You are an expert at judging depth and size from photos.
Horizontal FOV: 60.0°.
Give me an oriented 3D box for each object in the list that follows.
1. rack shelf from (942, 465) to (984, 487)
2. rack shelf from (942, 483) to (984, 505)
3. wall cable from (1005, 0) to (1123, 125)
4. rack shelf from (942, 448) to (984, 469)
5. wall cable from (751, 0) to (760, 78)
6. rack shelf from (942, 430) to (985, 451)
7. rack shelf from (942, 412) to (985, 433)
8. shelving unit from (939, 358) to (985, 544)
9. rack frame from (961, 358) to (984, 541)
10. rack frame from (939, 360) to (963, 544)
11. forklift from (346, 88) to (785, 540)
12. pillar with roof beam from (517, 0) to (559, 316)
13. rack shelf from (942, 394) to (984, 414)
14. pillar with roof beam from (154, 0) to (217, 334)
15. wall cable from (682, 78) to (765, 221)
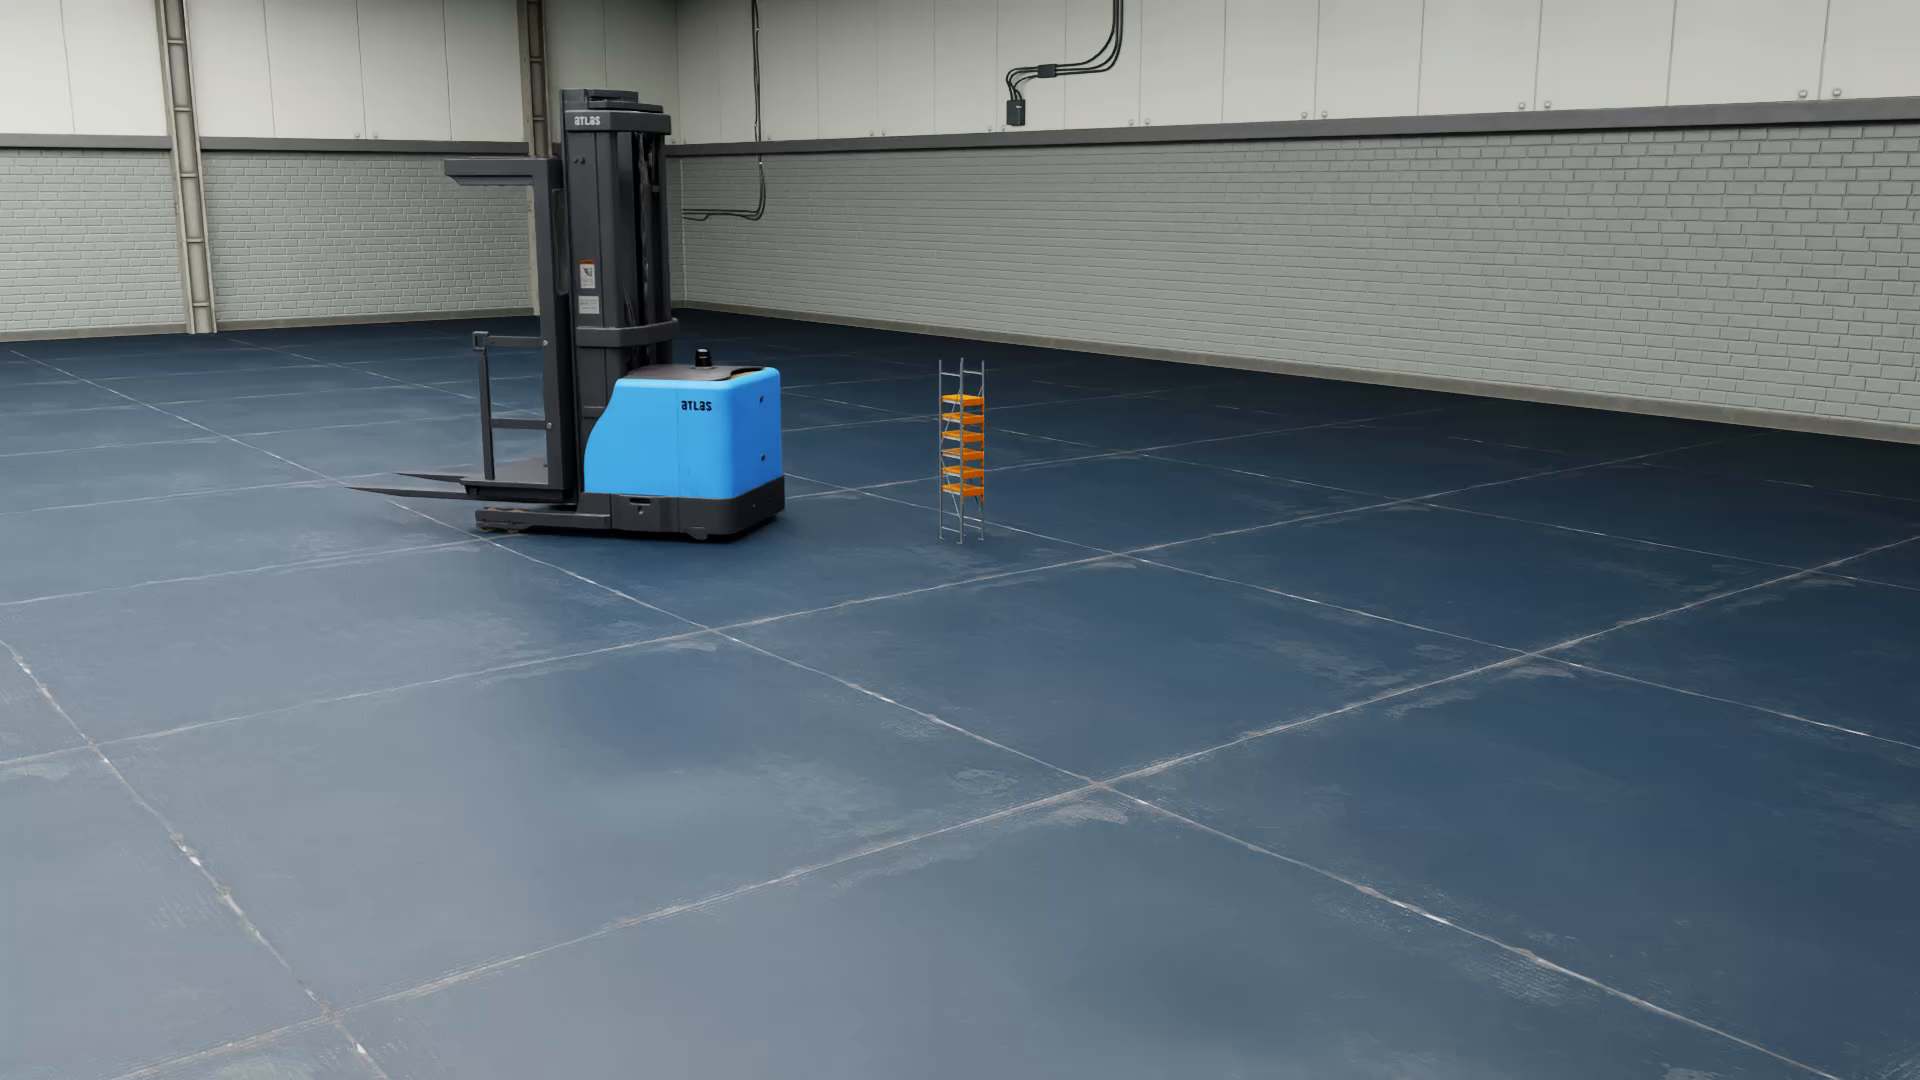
[{"bbox_3d":[0.011,-0.428,11.047,0.180,0.103,0.258,-9,15,-38],"label":"rack shelf"},{"bbox_3d":[0.011,-0.311,11.072,0.180,0.103,0.258,-9,15,-38],"label":"rack shelf"},{"bbox_3d":[1.426,-8.837,22.895,0.169,6.003,2.305,-9,15,-38],"label":"wall cable"},{"bbox_3d":[0.011,-0.545,11.022,0.180,0.103,0.258,-9,15,-38],"label":"rack shelf"},{"bbox_3d":[-2.802,-9.228,28.241,0.112,2.526,3.097,-9,15,-38],"label":"wall cable"},{"bbox_3d":[0.011,-0.663,10.997,0.180,0.103,0.258,-9,15,-38],"label":"rack shelf"},{"bbox_3d":[0.011,-0.780,10.972,0.180,0.103,0.258,-9,15,-38],"label":"rack shelf"},{"bbox_3d":[0.011,-0.589,11.013,0.189,1.200,0.258,-9,15,-38],"label":"shelving unit"},{"bbox_3d":[0.083,-0.601,11.069,0.006,1.200,0.240,-9,15,-38],"label":"rack frame"},{"bbox_3d":[-0.060,-0.577,10.957,0.006,1.200,0.240,-9,15,-38],"label":"rack frame"},{"bbox_3d":[-2.821,-1.578,11.505,3.031,2.935,1.130,3,12,15],"label":"forklift"},{"bbox_3d":[-4.930,-7.850,26.431,0.400,9.000,9.100,-9,15,-38],"label":"pillar with roof beam"},{"bbox_3d":[0.011,-0.897,10.947,0.180,0.103,0.258,-9,15,-38],"label":"rack shelf"},{"bbox_3d":[-9.615,-7.071,22.764,0.400,9.000,9.100,-9,15,-38],"label":"pillar with roof beam"},{"bbox_3d":[-4.492,-7.197,30.832,0.112,2.526,3.097,-9,15,-38],"label":"wall cable"}]
